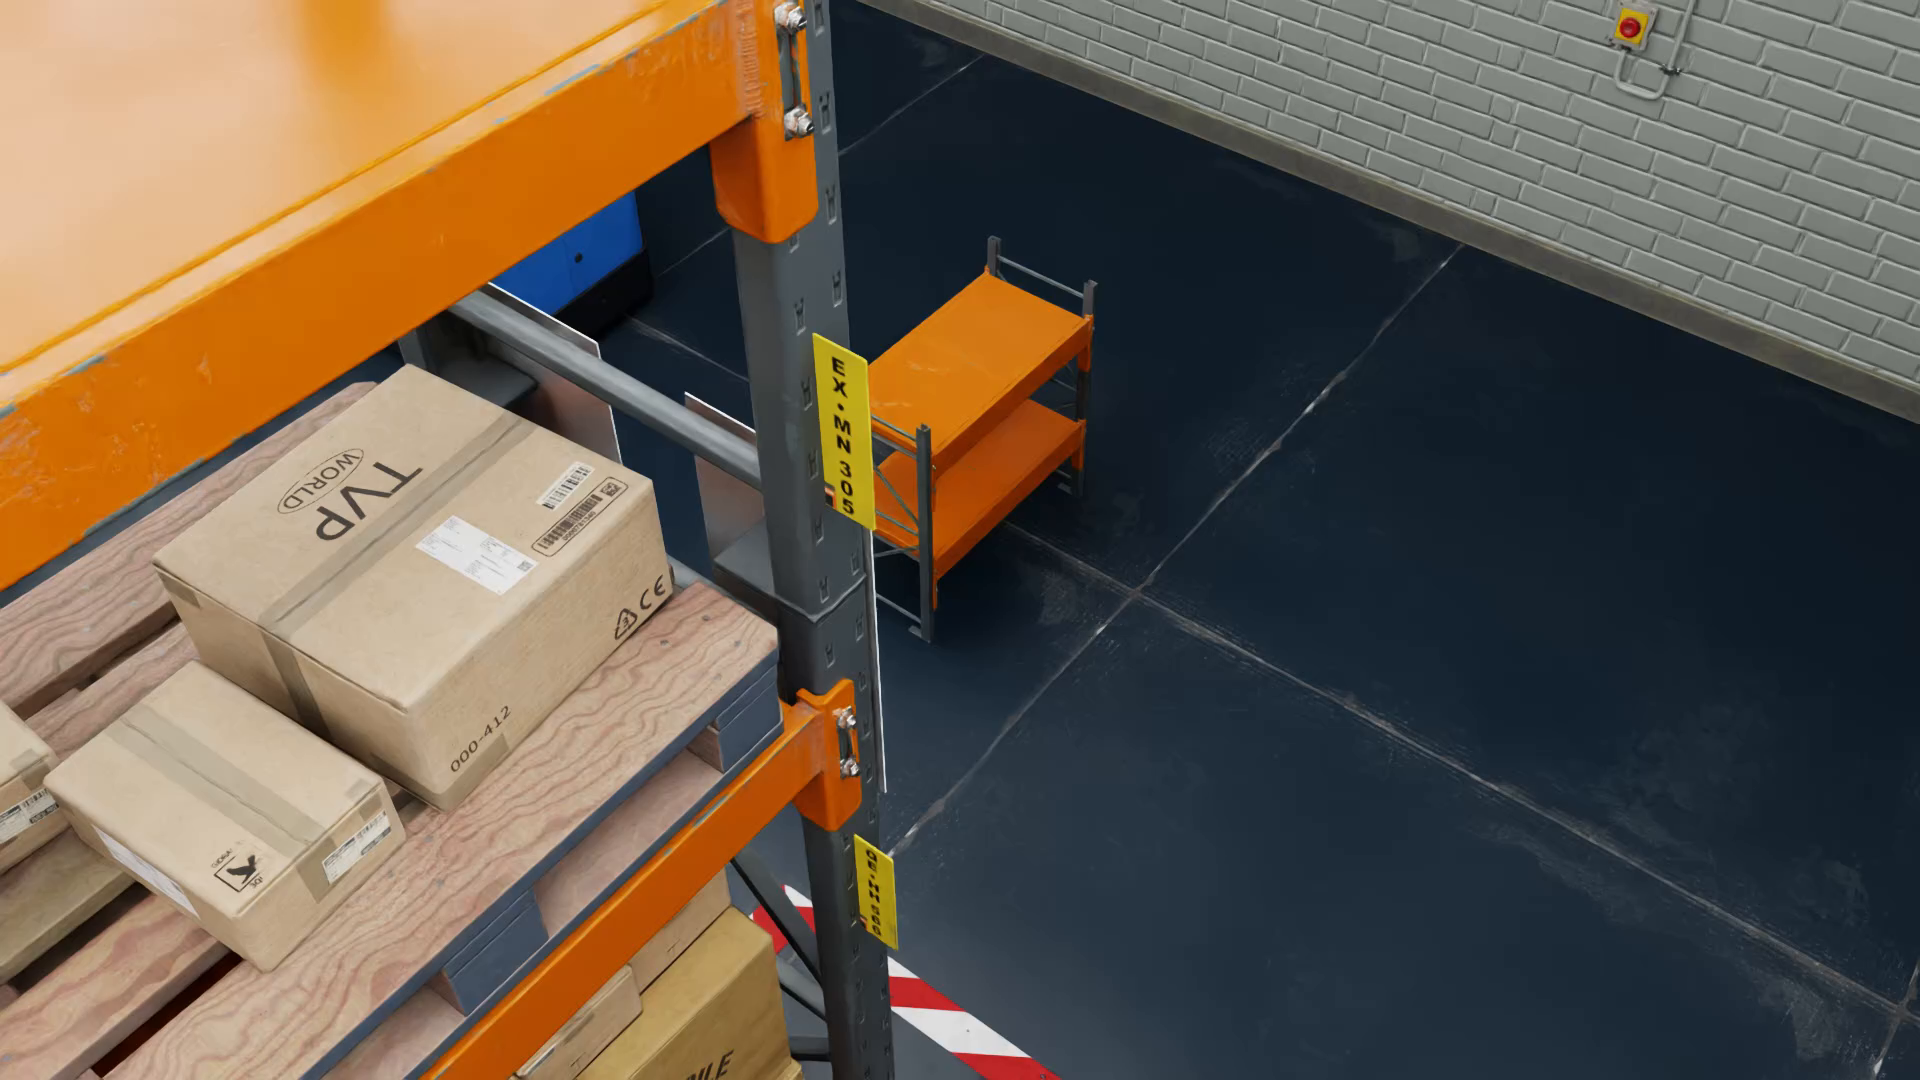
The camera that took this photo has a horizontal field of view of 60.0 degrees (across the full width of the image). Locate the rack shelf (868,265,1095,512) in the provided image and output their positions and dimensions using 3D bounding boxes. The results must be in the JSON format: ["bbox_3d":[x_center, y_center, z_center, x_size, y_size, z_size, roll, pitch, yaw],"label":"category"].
[{"bbox_3d":[0.004,-0.595,6.300,0.538,0.278,1.000,29,53,25],"label":"rack shelf"}]

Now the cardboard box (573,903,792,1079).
[{"bbox_3d":[-0.691,0.920,3.201,0.500,0.500,0.500,31,54,26],"label":"cardboard box"}]

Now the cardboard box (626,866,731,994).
[{"bbox_3d":[-0.646,0.609,3.050,0.380,0.149,0.250,30,53,25],"label":"cardboard box"}]

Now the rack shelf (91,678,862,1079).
[{"bbox_3d":[-1.808,1.276,2.045,1.077,0.370,4.000,29,53,25],"label":"rack shelf"}]

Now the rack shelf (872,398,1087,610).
[{"bbox_3d":[0.004,-0.224,6.688,0.538,0.278,1.000,29,53,25],"label":"rack shelf"}]

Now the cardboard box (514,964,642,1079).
[{"bbox_3d":[-0.782,0.765,2.901,0.380,0.149,0.250,30,53,26],"label":"cardboard box"}]

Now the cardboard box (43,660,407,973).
[{"bbox_3d":[-0.982,0.362,2.234,0.380,0.149,0.250,25,51,22],"label":"cardboard box"}]

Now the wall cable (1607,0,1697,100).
[{"bbox_3d":[2.844,-2.680,6.676,0.585,1.953,0.123,29,53,25],"label":"wall cable"}]

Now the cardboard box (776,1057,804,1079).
[{"bbox_3d":[-0.671,1.277,3.551,0.500,0.500,0.500,29,53,25],"label":"cardboard box"}]

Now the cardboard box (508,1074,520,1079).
[{"bbox_3d":[-0.873,0.950,2.724,0.380,0.149,0.250,29,53,25],"label":"cardboard box"}]

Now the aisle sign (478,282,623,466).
[{"bbox_3d":[-0.771,-0.149,3.184,0.394,0.787,0.004,29,53,25],"label":"aisle sign"}]

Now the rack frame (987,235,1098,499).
[{"bbox_3d":[0.315,-0.683,6.790,0.500,1.125,0.032,29,53,25],"label":"rack frame"}]

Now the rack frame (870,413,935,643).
[{"bbox_3d":[-0.307,-0.102,6.234,0.500,1.125,0.032,29,53,25],"label":"rack frame"}]

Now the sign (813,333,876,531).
[{"bbox_3d":[-0.164,-0.148,2.350,0.100,0.325,0.005,29,53,25],"label":"sign"}]

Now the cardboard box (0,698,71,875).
[{"bbox_3d":[-1.432,0.311,2.283,0.380,0.149,0.250,31,54,26],"label":"cardboard box"}]

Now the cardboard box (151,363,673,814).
[{"bbox_3d":[-0.789,0.052,2.460,0.500,0.250,0.500,25,51,22],"label":"cardboard box"}]

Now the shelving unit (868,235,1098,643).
[{"bbox_3d":[0.004,-0.392,6.512,0.538,1.125,1.048,29,53,25],"label":"shelving unit"}]

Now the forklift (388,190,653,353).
[{"bbox_3d":[-2.972,-2.520,7.295,3.031,2.935,1.130,27,52,23],"label":"forklift"}]

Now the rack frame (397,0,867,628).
[{"bbox_3d":[-0.585,-1.153,1.793,1.000,3.000,0.127,29,53,25],"label":"rack frame"}]

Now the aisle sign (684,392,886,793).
[{"bbox_3d":[-0.296,0.117,2.931,0.394,0.787,0.004,29,53,25],"label":"aisle sign"}]

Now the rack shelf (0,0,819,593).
[{"bbox_3d":[-1.808,0.378,1.105,1.077,0.370,4.000,29,53,25],"label":"rack shelf"}]

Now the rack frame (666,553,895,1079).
[{"bbox_3d":[-0.585,0.919,3.963,1.000,3.000,0.127,29,53,25],"label":"rack frame"}]

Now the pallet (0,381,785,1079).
[{"bbox_3d":[-1.030,0.342,2.500,1.003,0.211,1.213,29,53,25],"label":"pallet"}]

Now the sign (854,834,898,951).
[{"bbox_3d":[-0.164,0.685,3.221,0.100,0.325,0.005,29,53,25],"label":"sign"}]
